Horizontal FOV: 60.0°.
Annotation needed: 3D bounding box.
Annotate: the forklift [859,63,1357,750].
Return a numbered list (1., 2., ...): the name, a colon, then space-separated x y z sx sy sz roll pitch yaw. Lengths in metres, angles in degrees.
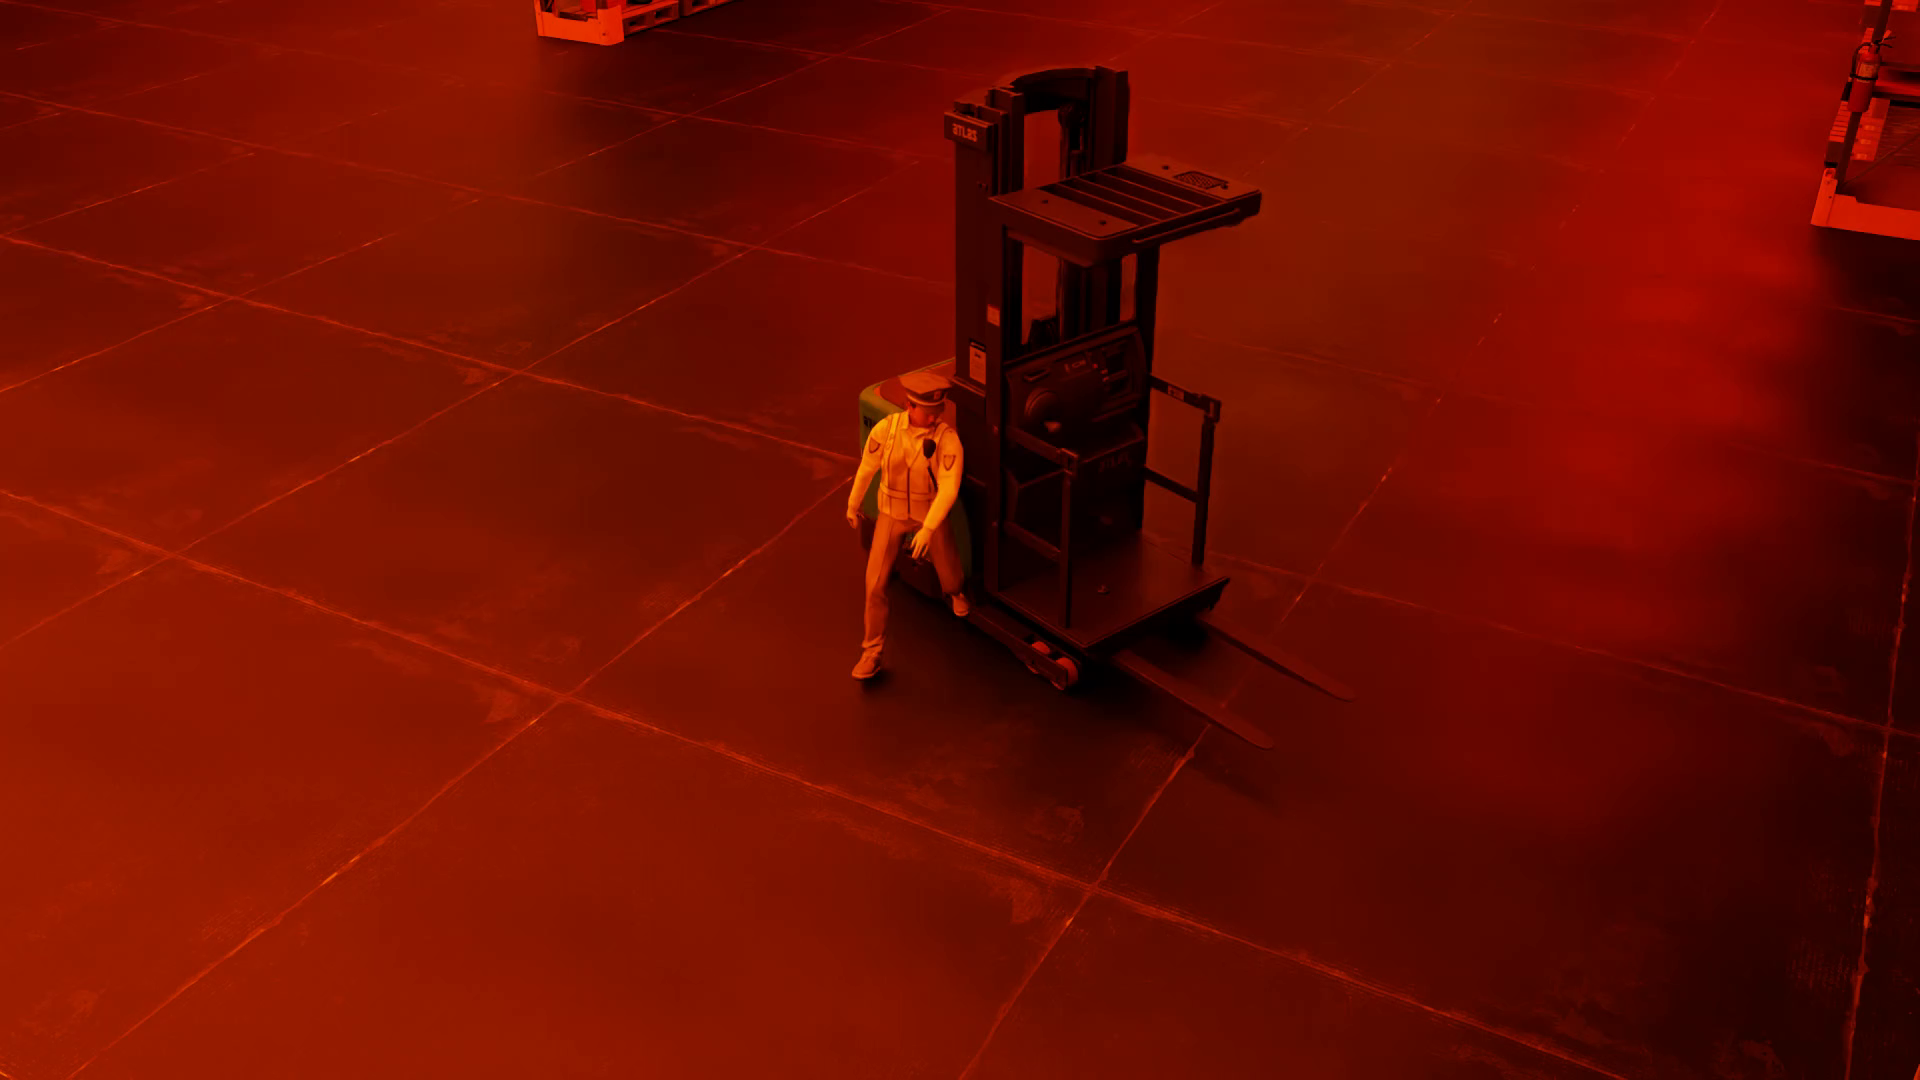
1. forklift: 0.742 -0.775 8.414 1.130 2.935 3.031 -23 37 -34

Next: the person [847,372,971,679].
1. person: -0.282 -0.090 8.582 0.668 1.584 0.893 3 30 6
